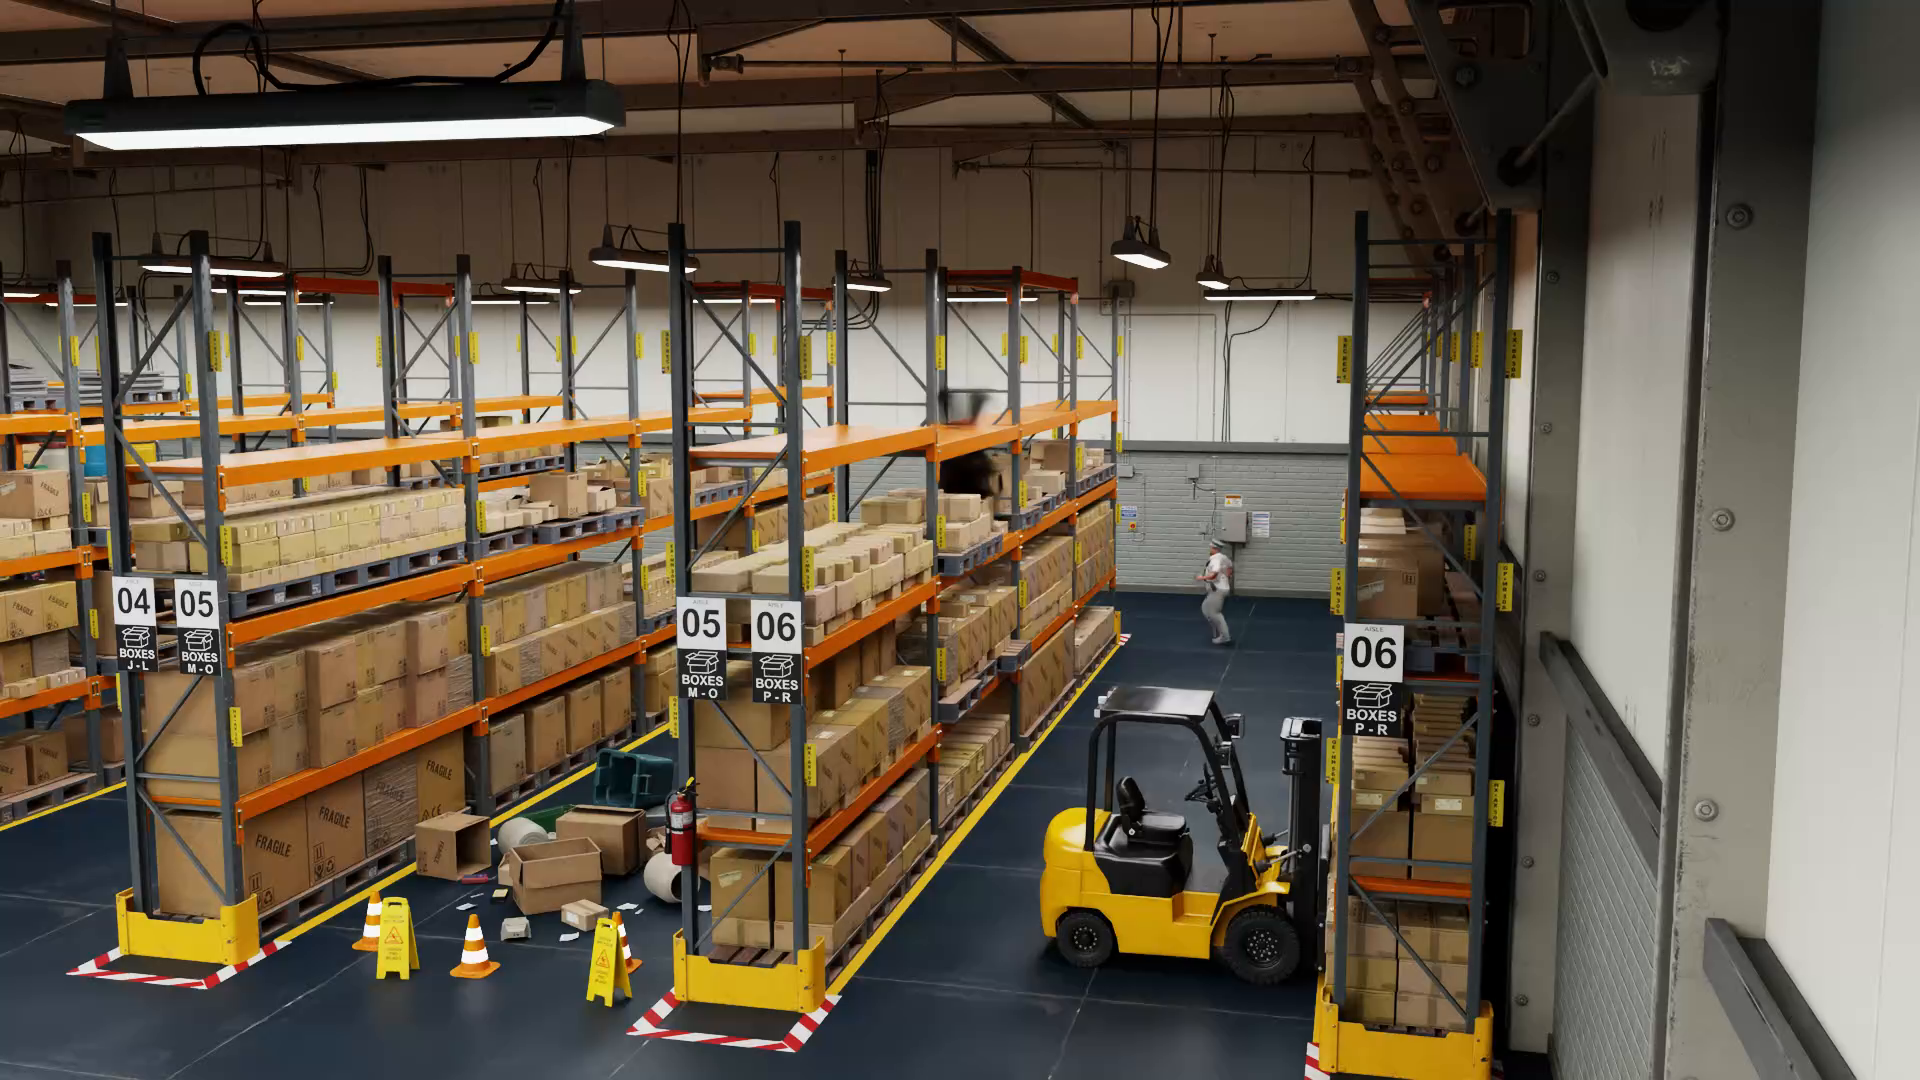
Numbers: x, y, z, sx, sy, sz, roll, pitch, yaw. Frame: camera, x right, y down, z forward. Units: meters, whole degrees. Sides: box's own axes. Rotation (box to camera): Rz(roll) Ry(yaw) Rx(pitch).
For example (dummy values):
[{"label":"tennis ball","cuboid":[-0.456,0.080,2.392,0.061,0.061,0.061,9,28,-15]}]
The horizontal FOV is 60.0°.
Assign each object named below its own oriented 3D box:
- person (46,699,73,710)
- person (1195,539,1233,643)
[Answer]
[{"label":"person","cuboid":[-12.738,1.601,23.186,0.508,1.527,0.702,-2,7,-14]},{"label":"person","cuboid":[4.342,0.865,28.296,0.648,1.789,0.757,3,8,23]}]
